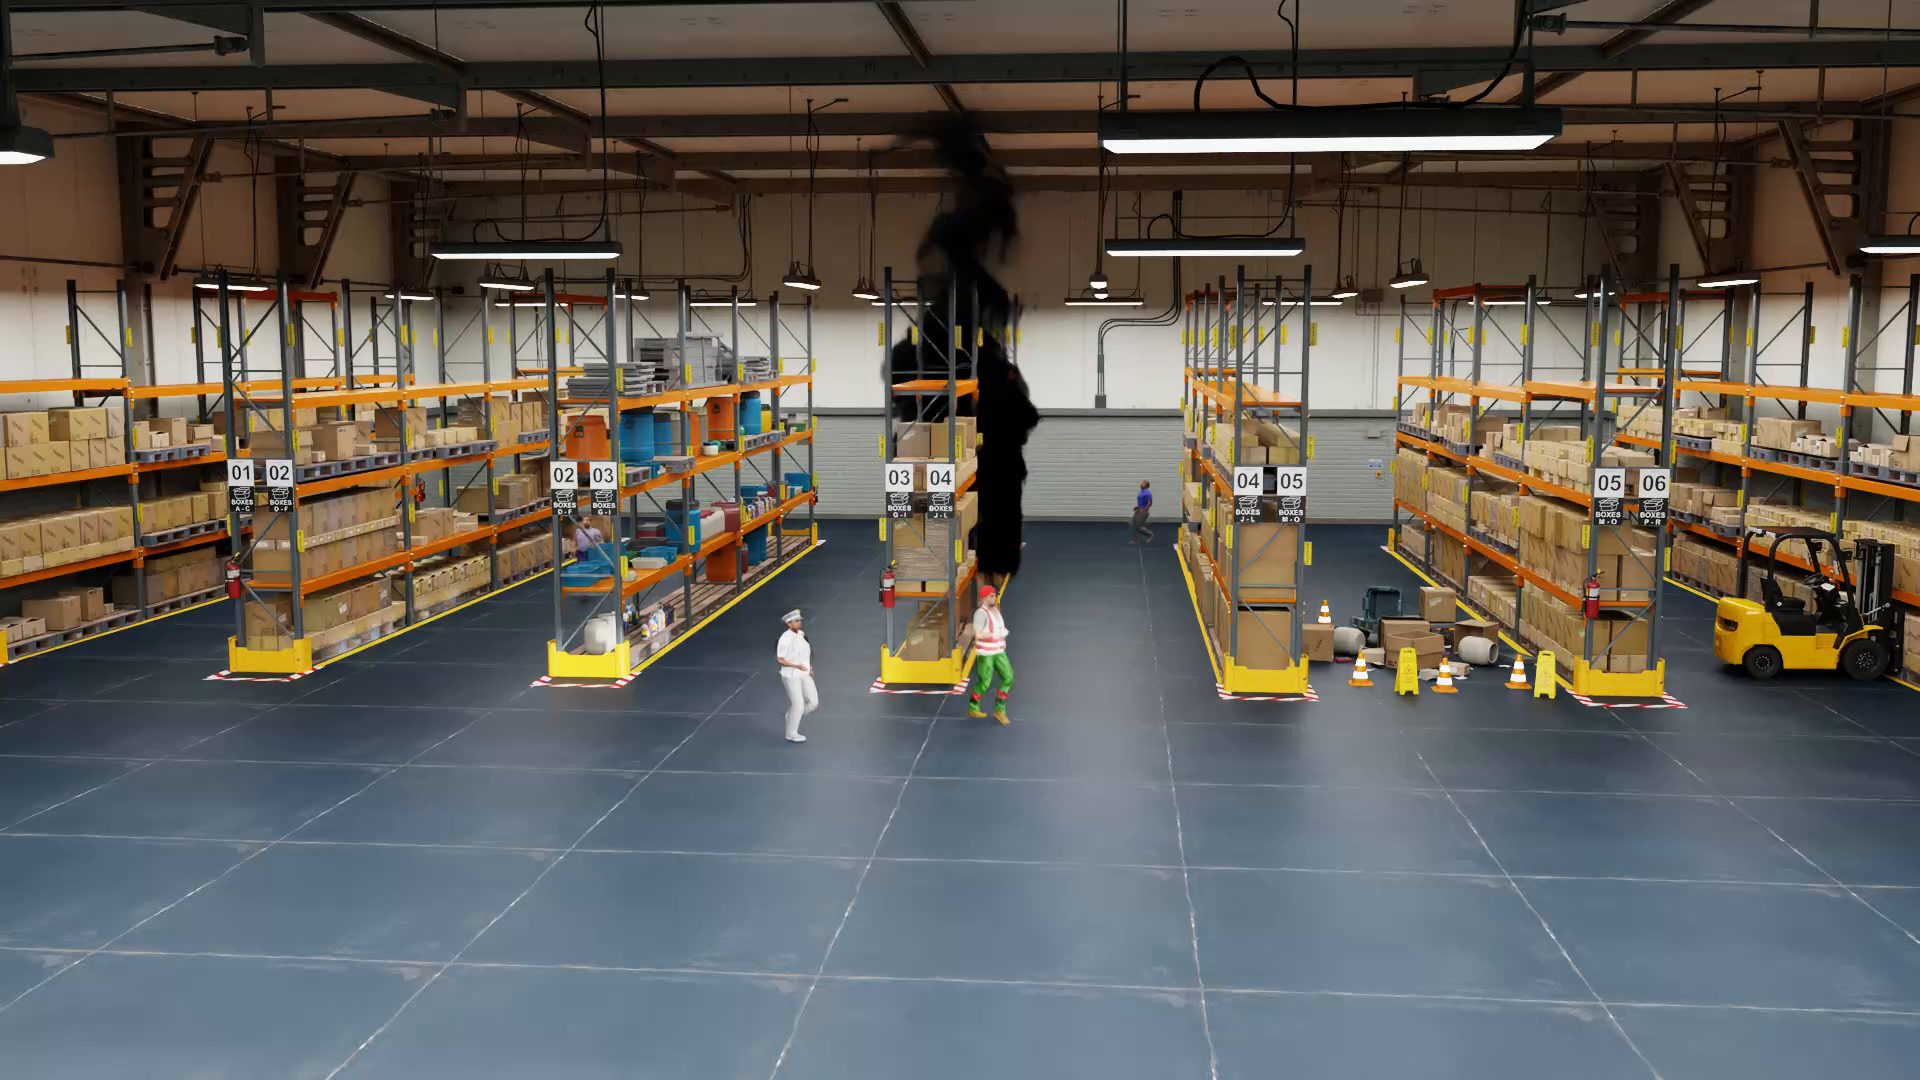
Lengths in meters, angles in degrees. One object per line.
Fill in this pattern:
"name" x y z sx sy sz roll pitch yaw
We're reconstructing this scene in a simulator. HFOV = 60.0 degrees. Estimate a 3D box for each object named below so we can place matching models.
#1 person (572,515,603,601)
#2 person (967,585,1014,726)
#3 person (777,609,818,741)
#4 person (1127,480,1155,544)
"person" -7.146 0.332 31.889 0.620 1.613 0.769 0 7 -3
"person" 0.411 1.503 21.578 0.720 1.839 0.631 6 9 40
"person" -2.006 1.677 20.652 0.568 1.653 0.570 5 8 35
"person" 4.392 -0.670 40.290 0.621 1.590 0.598 -1 7 -10
